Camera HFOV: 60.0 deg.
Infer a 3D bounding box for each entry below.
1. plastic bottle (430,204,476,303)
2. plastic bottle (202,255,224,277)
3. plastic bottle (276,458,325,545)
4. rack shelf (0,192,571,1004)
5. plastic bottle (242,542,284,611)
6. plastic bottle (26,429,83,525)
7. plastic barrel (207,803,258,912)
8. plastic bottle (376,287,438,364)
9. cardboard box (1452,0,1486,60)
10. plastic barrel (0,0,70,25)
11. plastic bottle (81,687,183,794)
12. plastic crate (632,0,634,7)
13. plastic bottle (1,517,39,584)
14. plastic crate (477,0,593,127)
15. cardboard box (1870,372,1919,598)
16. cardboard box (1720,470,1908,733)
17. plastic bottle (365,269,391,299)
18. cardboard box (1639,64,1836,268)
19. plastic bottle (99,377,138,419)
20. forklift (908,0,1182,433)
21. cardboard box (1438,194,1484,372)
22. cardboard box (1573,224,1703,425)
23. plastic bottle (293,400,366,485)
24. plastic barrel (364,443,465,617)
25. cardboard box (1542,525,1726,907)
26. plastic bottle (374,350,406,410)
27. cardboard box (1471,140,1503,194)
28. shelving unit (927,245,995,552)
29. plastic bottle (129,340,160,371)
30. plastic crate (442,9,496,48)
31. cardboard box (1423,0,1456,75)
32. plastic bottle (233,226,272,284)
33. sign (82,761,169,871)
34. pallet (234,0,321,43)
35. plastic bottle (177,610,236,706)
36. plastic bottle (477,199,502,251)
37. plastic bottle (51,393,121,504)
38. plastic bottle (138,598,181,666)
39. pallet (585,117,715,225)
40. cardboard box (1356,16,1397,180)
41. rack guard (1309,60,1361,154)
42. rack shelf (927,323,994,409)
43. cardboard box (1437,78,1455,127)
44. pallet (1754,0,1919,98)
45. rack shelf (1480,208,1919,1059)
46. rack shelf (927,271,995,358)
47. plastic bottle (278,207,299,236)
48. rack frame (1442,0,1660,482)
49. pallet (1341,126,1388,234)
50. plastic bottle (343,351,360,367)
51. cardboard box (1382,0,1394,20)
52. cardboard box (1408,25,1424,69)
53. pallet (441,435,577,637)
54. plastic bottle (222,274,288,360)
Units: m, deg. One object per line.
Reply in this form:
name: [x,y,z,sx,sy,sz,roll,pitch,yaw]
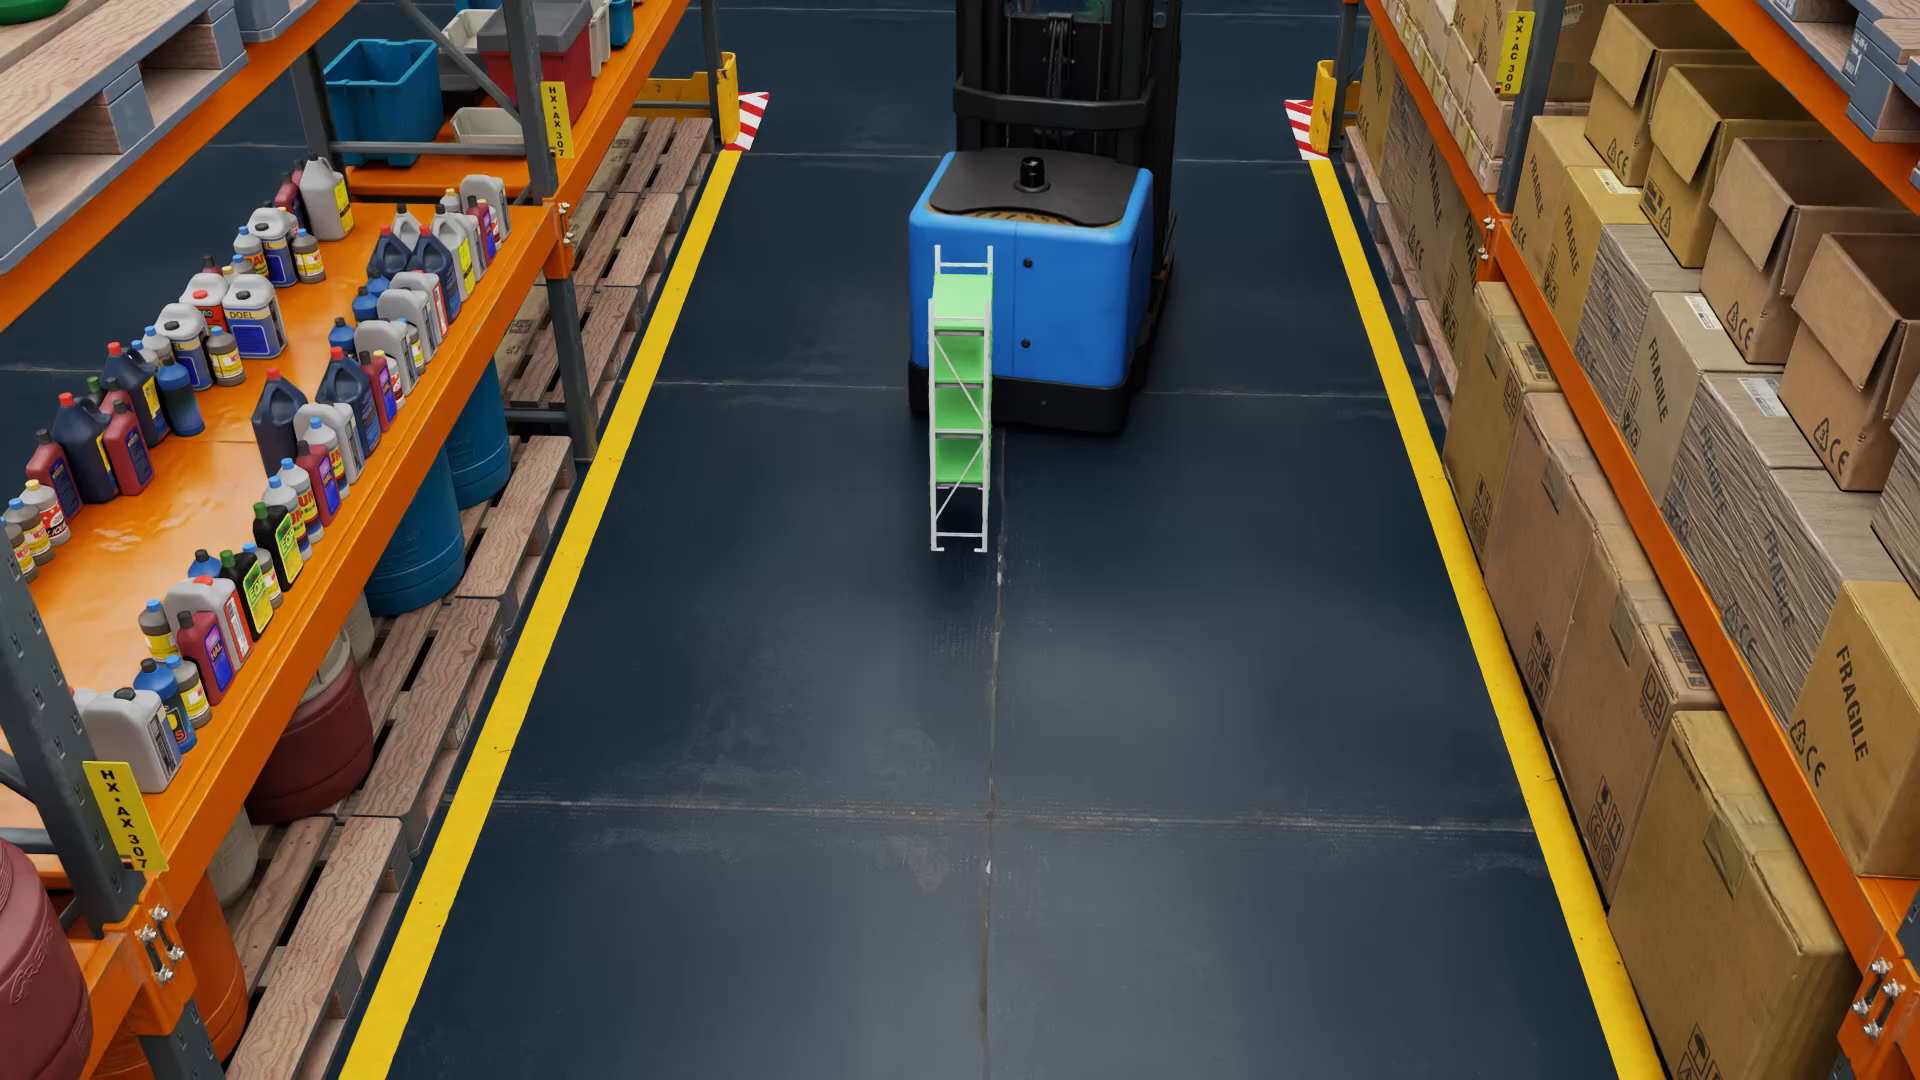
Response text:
plastic bottle: [-1.921,-1.077,6.217,0.144,0.351,0.185,1,35,2]
plastic bottle: [-2.688,-0.874,5.987,0.061,0.283,0.133,1,35,2]
plastic bottle: [-1.963,-0.120,4.924,0.097,0.271,0.097,0,35,0]
rack shelf: [-2.292,-0.190,5.537,1.077,0.370,4.000,1,35,2]
plastic bottle: [-1.976,0.097,4.676,0.097,0.201,0.097,0,35,0]
plastic bottle: [-2.736,-0.186,5.007,0.061,0.283,0.133,1,35,2]
plastic barrel: [-2.436,0.903,5.155,0.421,0.512,0.421,0,35,0]
plastic bottle: [-1.945,-0.771,5.847,0.152,0.276,0.135,1,35,2]
cardboard box: [2.513,-2.444,7.338,0.500,0.500,0.500,2,35,2]
plastic barrel: [-2.100,-1.274,3.615,0.294,0.245,0.294,0,35,0]
plastic bottle: [-2.032,0.475,4.074,0.152,0.276,0.135,1,35,2]
plastic crate: [-1.909,-2.878,8.913,0.298,0.136,0.250,1,35,2]
plastic bottle: [-2.730,0.026,4.777,0.097,0.201,0.097,0,35,0]
plastic crate: [-1.925,-2.191,7.651,0.402,0.464,0.583,1,35,2]
cardboard box: [2.622,-0.092,3.812,0.797,0.503,0.637,2,35,3]
cardboard box: [2.375,0.163,4.322,0.500,0.500,0.500,1,35,1]
plastic bottle: [-2.065,-0.839,5.947,0.097,0.271,0.097,0,35,0]
cardboard box: [2.681,-1.209,5.402,0.797,0.503,0.637,2,35,2]
plastic bottle: [-2.663,-0.367,5.266,0.061,0.283,0.133,1,35,2]
forklift: [0.576,-2.550,8.329,1.130,2.935,3.031,7,36,10]
cardboard box: [2.844,-1.198,7.829,0.875,0.875,0.875,1,35,2]
cardboard box: [2.429,-0.725,5.585,0.500,0.500,0.500,1,35,1]
plastic bottle: [-1.976,-0.322,5.207,0.152,0.276,0.135,1,35,2]
plastic barrel: [-2.279,-0.227,6.424,0.600,0.901,0.708,1,35,2]
cardboard box: [2.669,0.569,5.314,1.225,0.875,0.875,1,35,2]
plastic bottle: [-1.931,-0.540,5.583,0.097,0.201,0.097,0,35,0]
cardboard box: [2.422,-1.599,7.134,0.380,0.149,0.250,2,35,2]
shelving unit: [0.007,-0.586,7.040,0.258,1.200,0.503,1,35,2]
plastic bottle: [-2.693,-0.536,5.516,0.097,0.271,0.097,0,35,0]
plastic crate: [-2.442,-2.557,8.457,0.293,0.136,0.466,1,35,2]
cardboard box: [2.532,-2.429,7.970,0.500,0.250,0.500,2,35,3]
plastic bottle: [-2.657,-1.047,6.243,0.097,0.271,0.097,0,35,0]
sign: [-1.822,0.607,3.636,0.100,0.325,0.005,1,35,2]
pallet: [-2.188,-1.679,4.585,1.003,0.211,1.213,1,35,2]
plastic bottle: [-1.973,0.284,4.339,0.061,0.283,0.133,1,35,2]
plastic bottle: [-1.882,-1.251,6.593,0.097,0.201,0.097,0,35,0]
plastic bottle: [-2.688,-0.304,5.117,0.144,0.351,0.185,1,35,2]
plastic bottle: [-2.139,0.247,4.462,0.097,0.201,0.097,0,35,0]
pallet: [-2.123,-2.317,10.364,1.003,0.211,1.213,1,35,2]
cardboard box: [2.952,-2.750,10.036,0.875,0.875,0.875,1,35,2]
rack guard: [2.899,-2.808,10.810,1.175,0.500,0.348,1,35,2]
rack shelf: [0.007,-0.730,6.939,0.258,0.148,0.480,1,35,2]
cardboard box: [2.453,-2.042,7.765,0.380,0.149,0.250,2,35,3]
pallet: [2.592,-1.384,4.166,1.003,0.211,1.213,3,35,4]
rack shelf: [2.657,-0.075,5.374,1.077,0.370,4.000,1,35,2]
rack shelf: [0.007,-0.926,6.801,0.258,0.148,0.480,1,35,2]
plastic bottle: [-2.644,-1.208,6.532,0.097,0.201,0.097,0,35,0]
rack frame: [2.737,-1.519,6.802,1.000,3.000,0.127,1,35,2]
pallet: [2.944,-2.215,10.218,1.003,0.211,1.213,1,35,2]
plastic bottle: [-1.997,-0.494,5.456,0.097,0.271,0.097,0,35,0]
cardboard box: [2.515,-2.927,9.025,0.380,0.149,0.250,1,35,1]
cardboard box: [2.485,-2.483,8.393,0.380,0.149,0.250,2,35,3]
pallet: [-2.284,-0.050,7.137,1.003,0.211,1.213,1,35,2]
plastic bottle: [-2.496,-0.790,5.873,0.152,0.276,0.135,1,35,2]
